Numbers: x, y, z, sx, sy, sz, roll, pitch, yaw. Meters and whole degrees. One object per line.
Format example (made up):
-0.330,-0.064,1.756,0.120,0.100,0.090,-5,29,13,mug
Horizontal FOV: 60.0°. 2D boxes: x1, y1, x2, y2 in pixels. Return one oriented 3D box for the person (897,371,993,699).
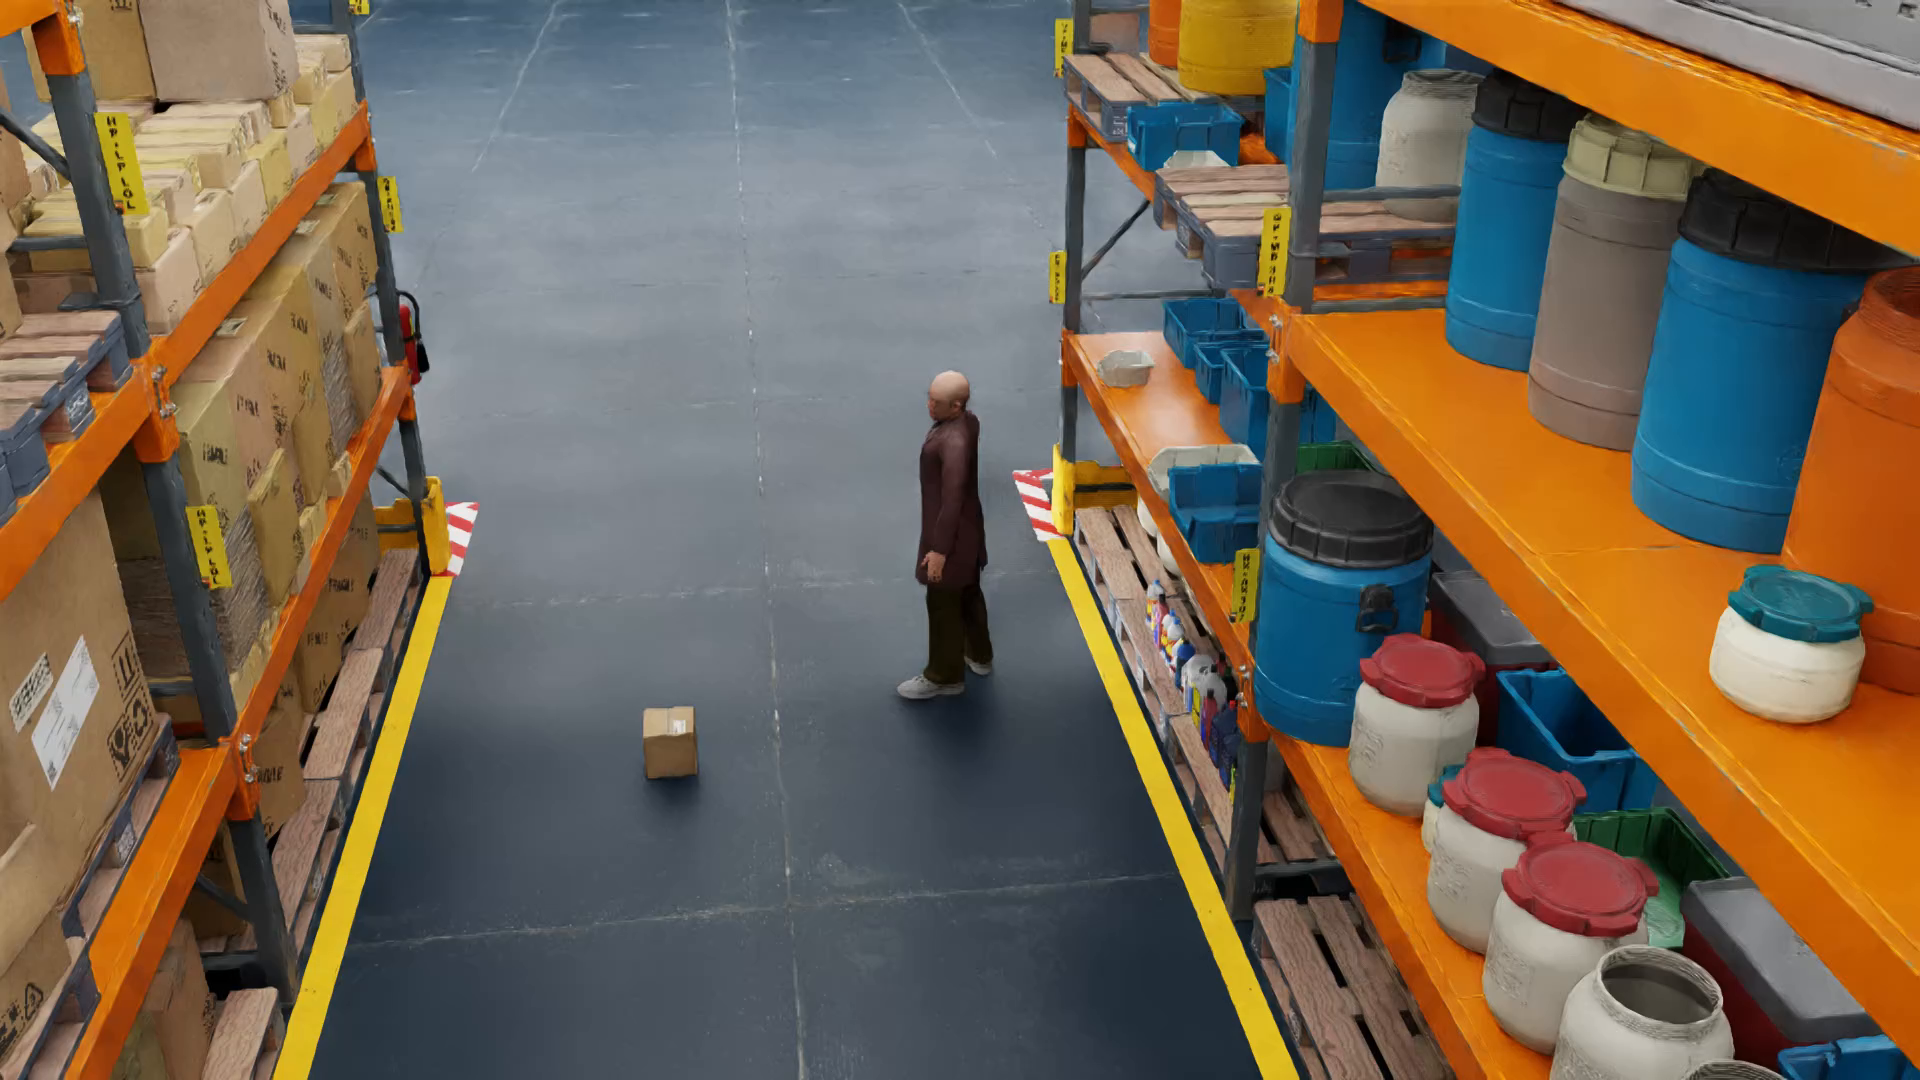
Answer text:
-0.068,-0.040,8.648,0.466,1.783,0.660,4,27,8,person
